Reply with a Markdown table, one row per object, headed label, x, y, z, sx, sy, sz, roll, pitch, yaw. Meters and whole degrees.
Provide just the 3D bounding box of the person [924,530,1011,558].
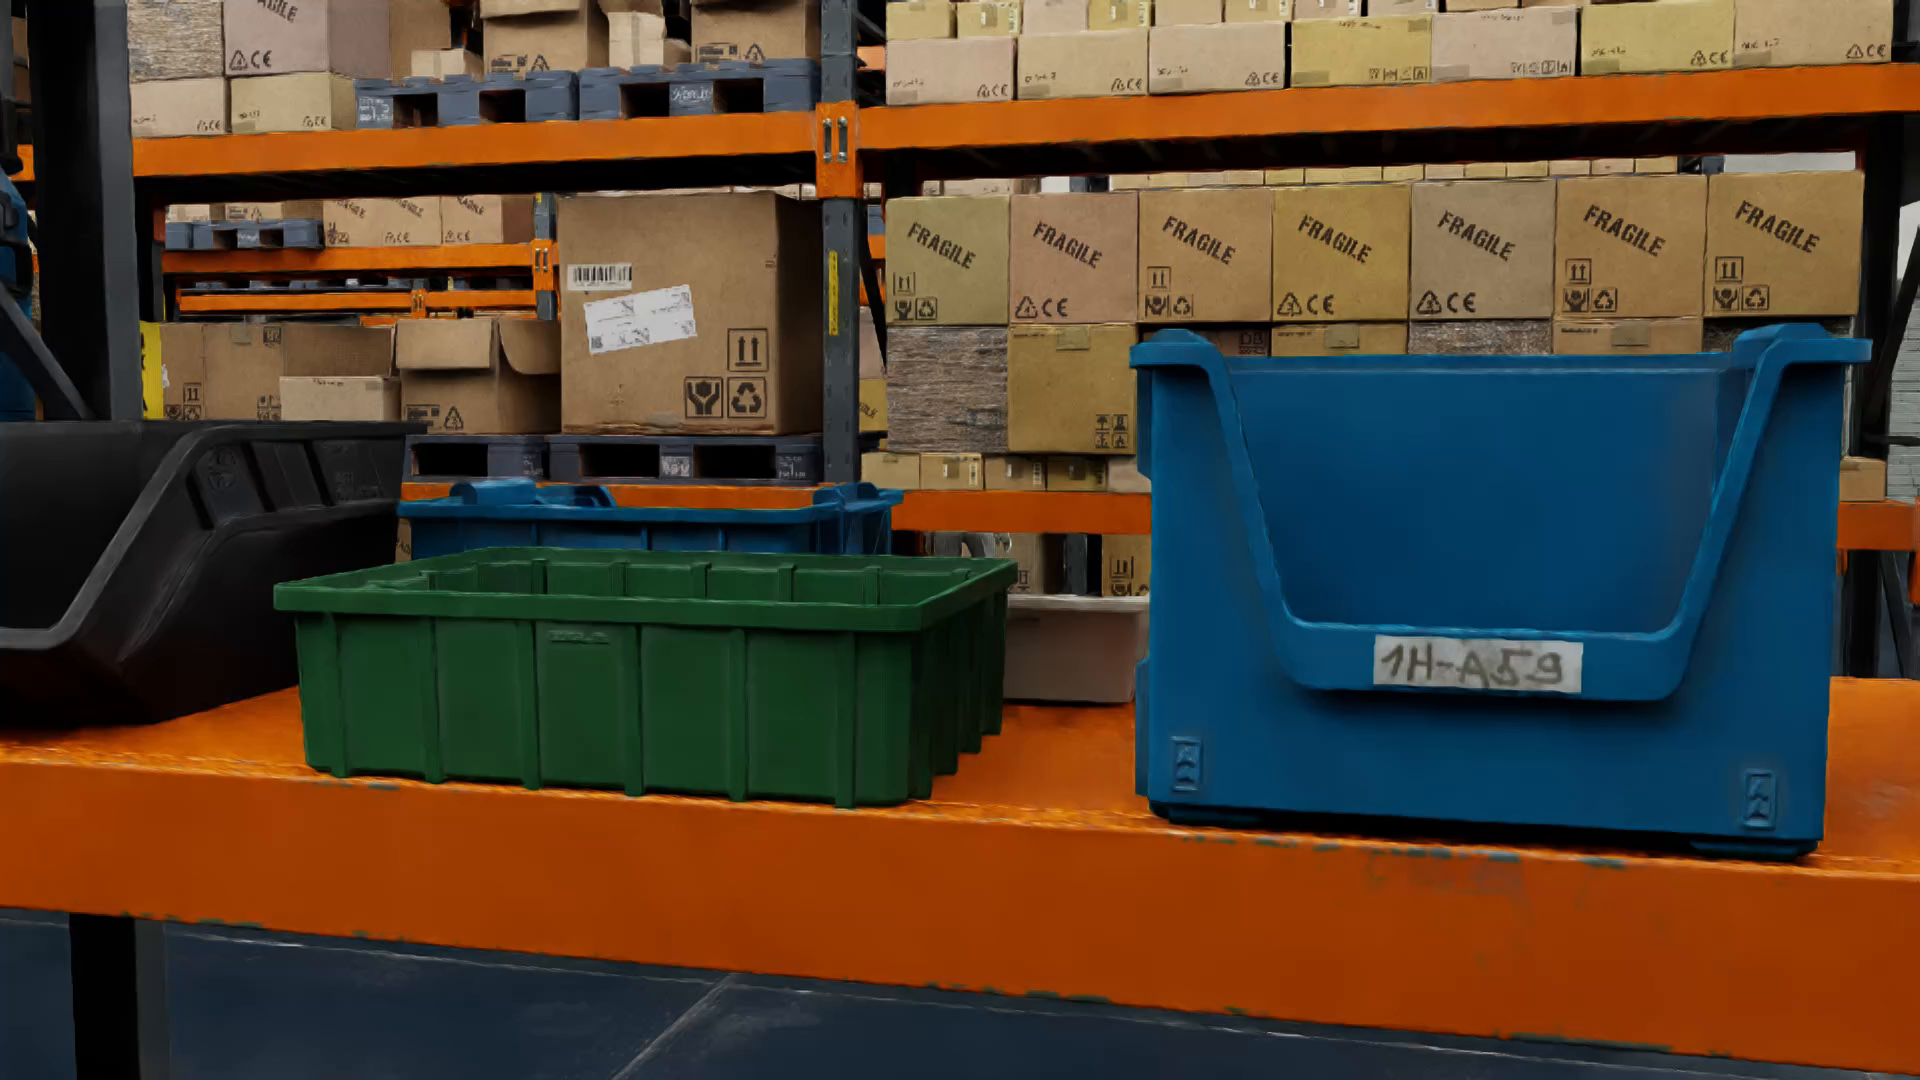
| label | x | y | z | sx | sy | sz | roll | pitch | yaw |
| --- | --- | --- | --- | --- | --- | --- | --- | --- | --- |
| person | 0.070 | -0.047 | 10.482 | 0.623 | 1.634 | 0.544 | 0 | 5 | 1 |
